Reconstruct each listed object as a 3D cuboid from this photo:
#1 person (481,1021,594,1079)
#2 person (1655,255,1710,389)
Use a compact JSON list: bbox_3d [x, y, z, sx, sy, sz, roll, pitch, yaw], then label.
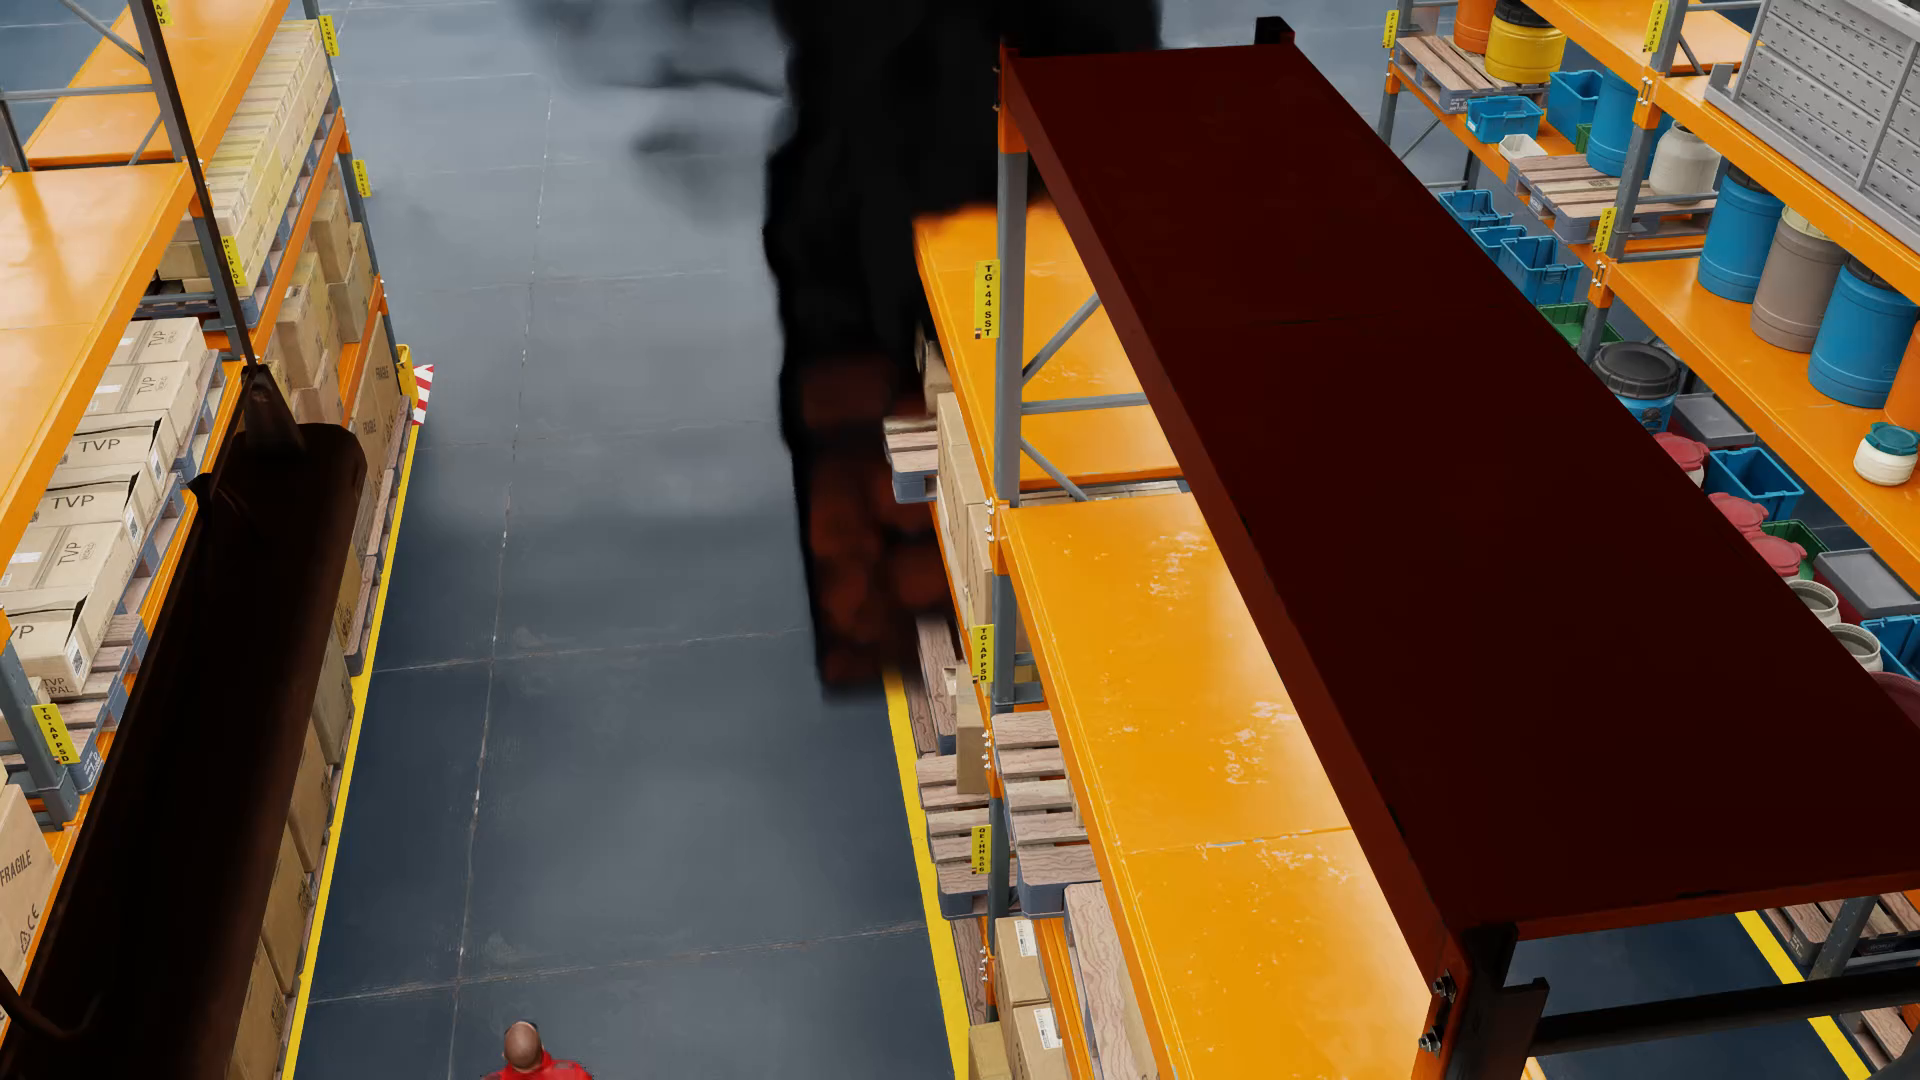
[{"bbox_3d":[-1.895,2.834,7.705,0.672,1.737,0.638,-8,37,-11],"label":"person"},{"bbox_3d":[6.528,-2.207,14.452,0.698,1.799,0.917,-14,38,-18],"label":"person"}]
